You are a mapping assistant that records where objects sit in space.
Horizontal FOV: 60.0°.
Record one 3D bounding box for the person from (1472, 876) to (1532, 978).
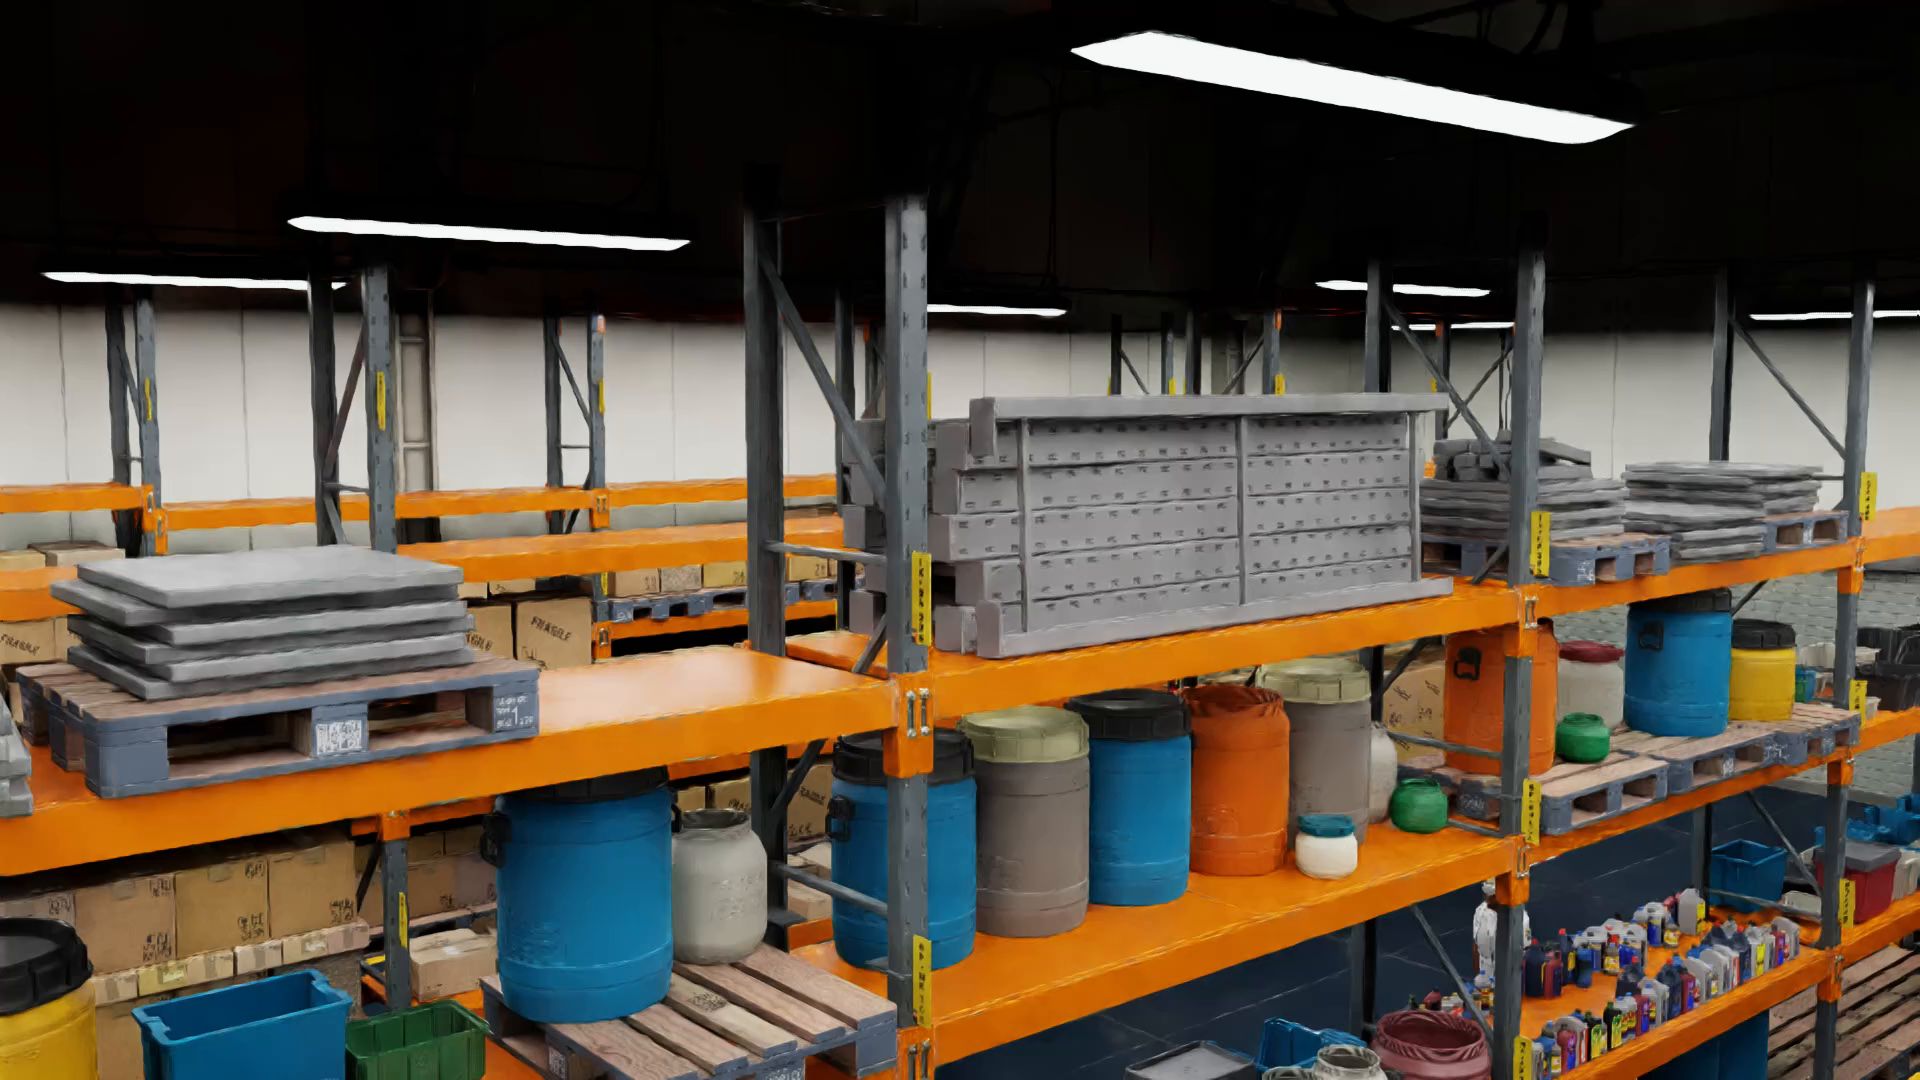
[{"bbox_3d":[3.951,3.194,12.167,1.088,1.579,0.456,-4,7,-37],"label":"person"}]
